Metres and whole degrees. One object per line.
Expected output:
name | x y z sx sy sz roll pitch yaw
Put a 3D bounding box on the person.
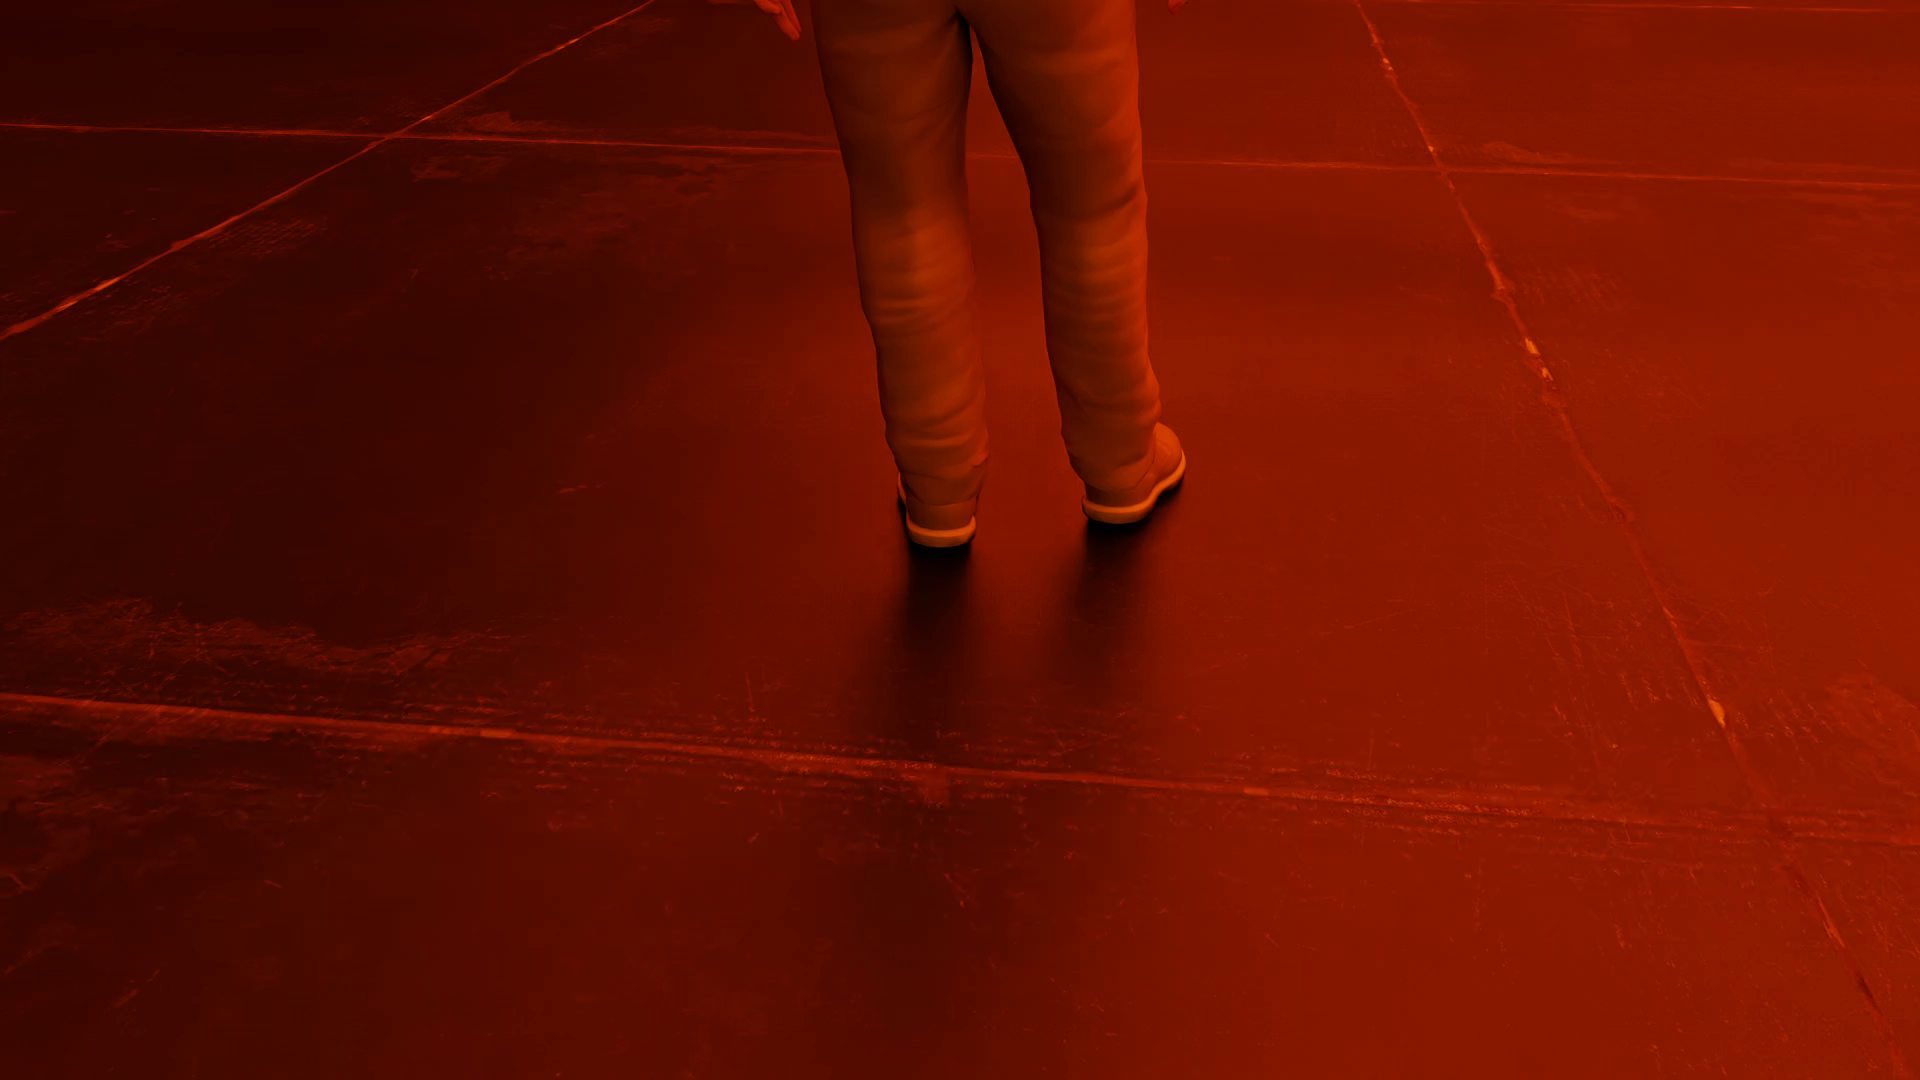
person | 0.024 -0.819 2.189 0.640 1.727 0.550 3 27 7
